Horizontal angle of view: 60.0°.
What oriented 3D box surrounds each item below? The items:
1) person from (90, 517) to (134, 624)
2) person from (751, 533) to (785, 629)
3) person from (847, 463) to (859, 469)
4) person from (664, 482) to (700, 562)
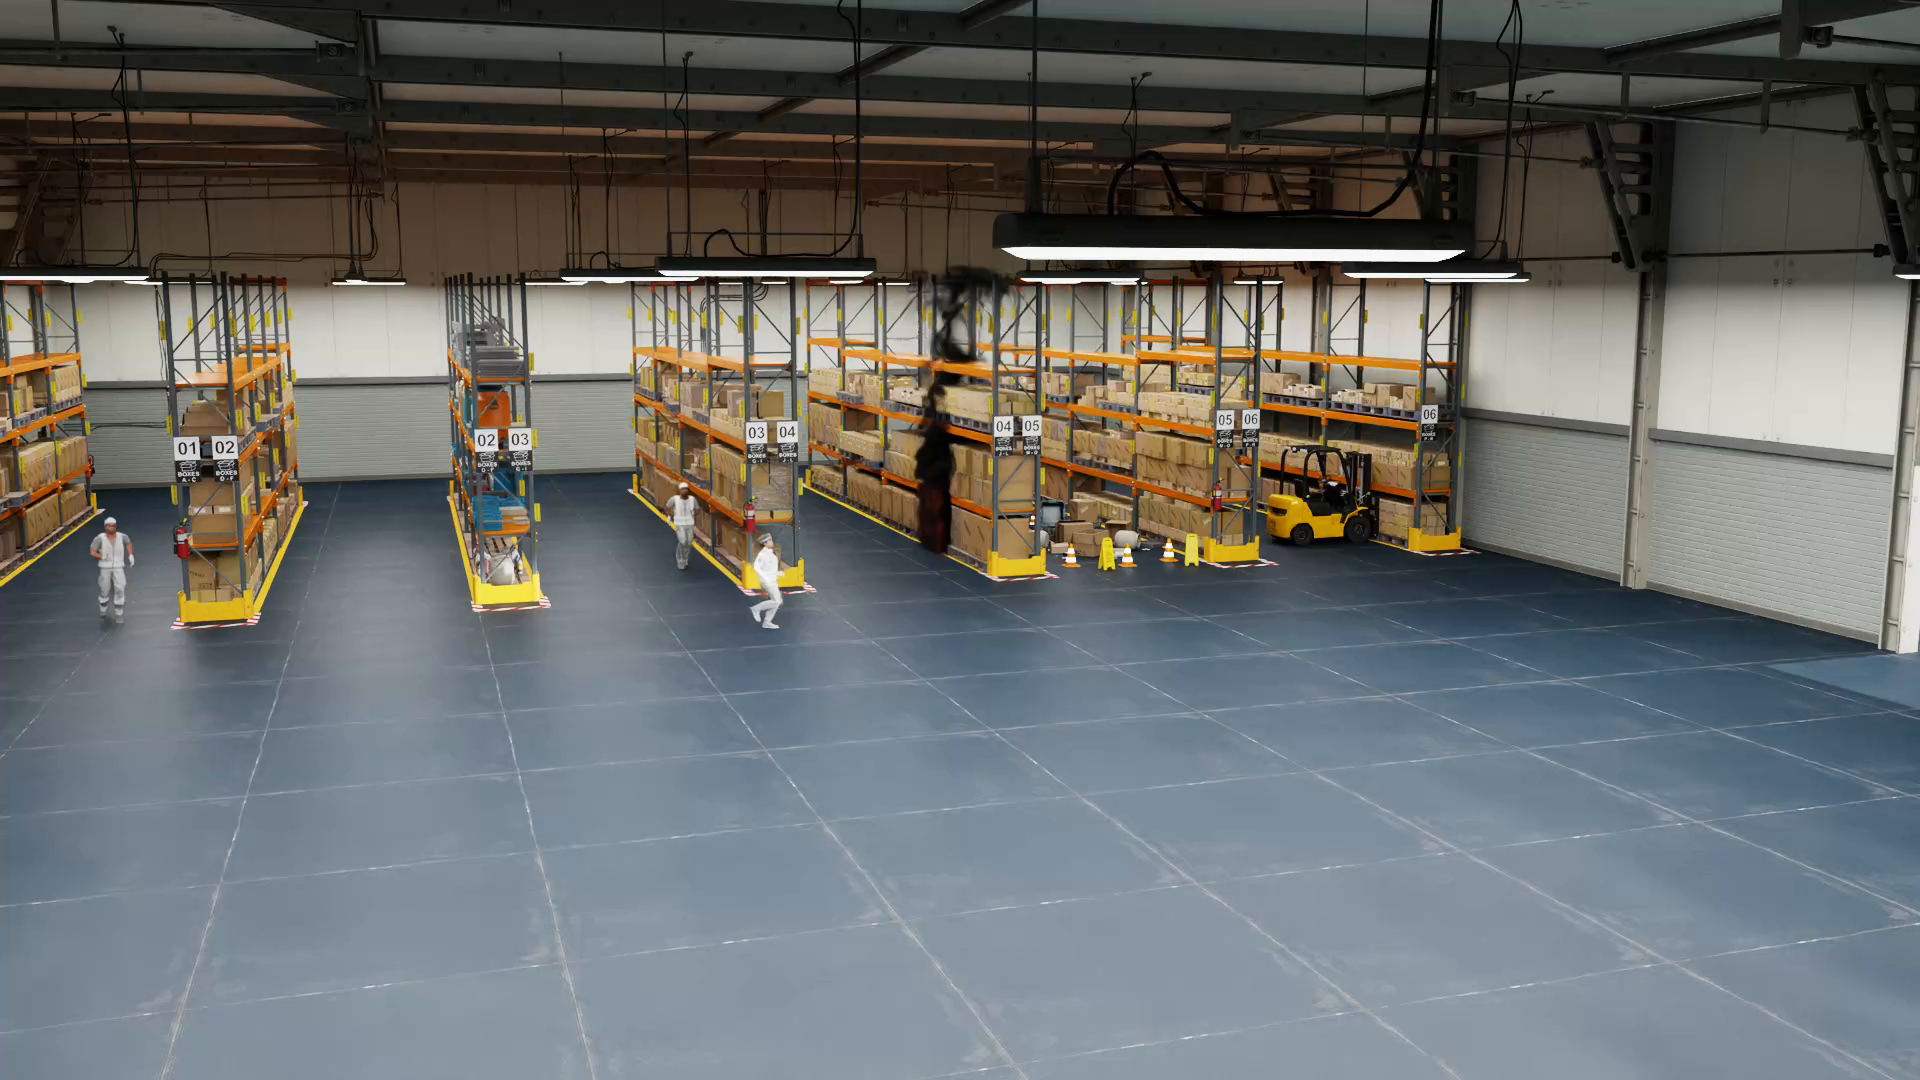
[{"bbox_3d":[-14.643,0.524,28.758,0.693,1.860,0.751,-6,11,-35],"label":"person"},{"bbox_3d":[-3.246,0.686,28.109,0.552,1.650,0.614,1,9,9],"label":"person"},{"bbox_3d":[-3.302,-2.542,49.761,0.680,1.587,0.730,3,9,19],"label":"person"},{"bbox_3d":[-5.643,-0.344,34.051,0.654,1.672,0.703,-4,10,-27],"label":"person"}]
